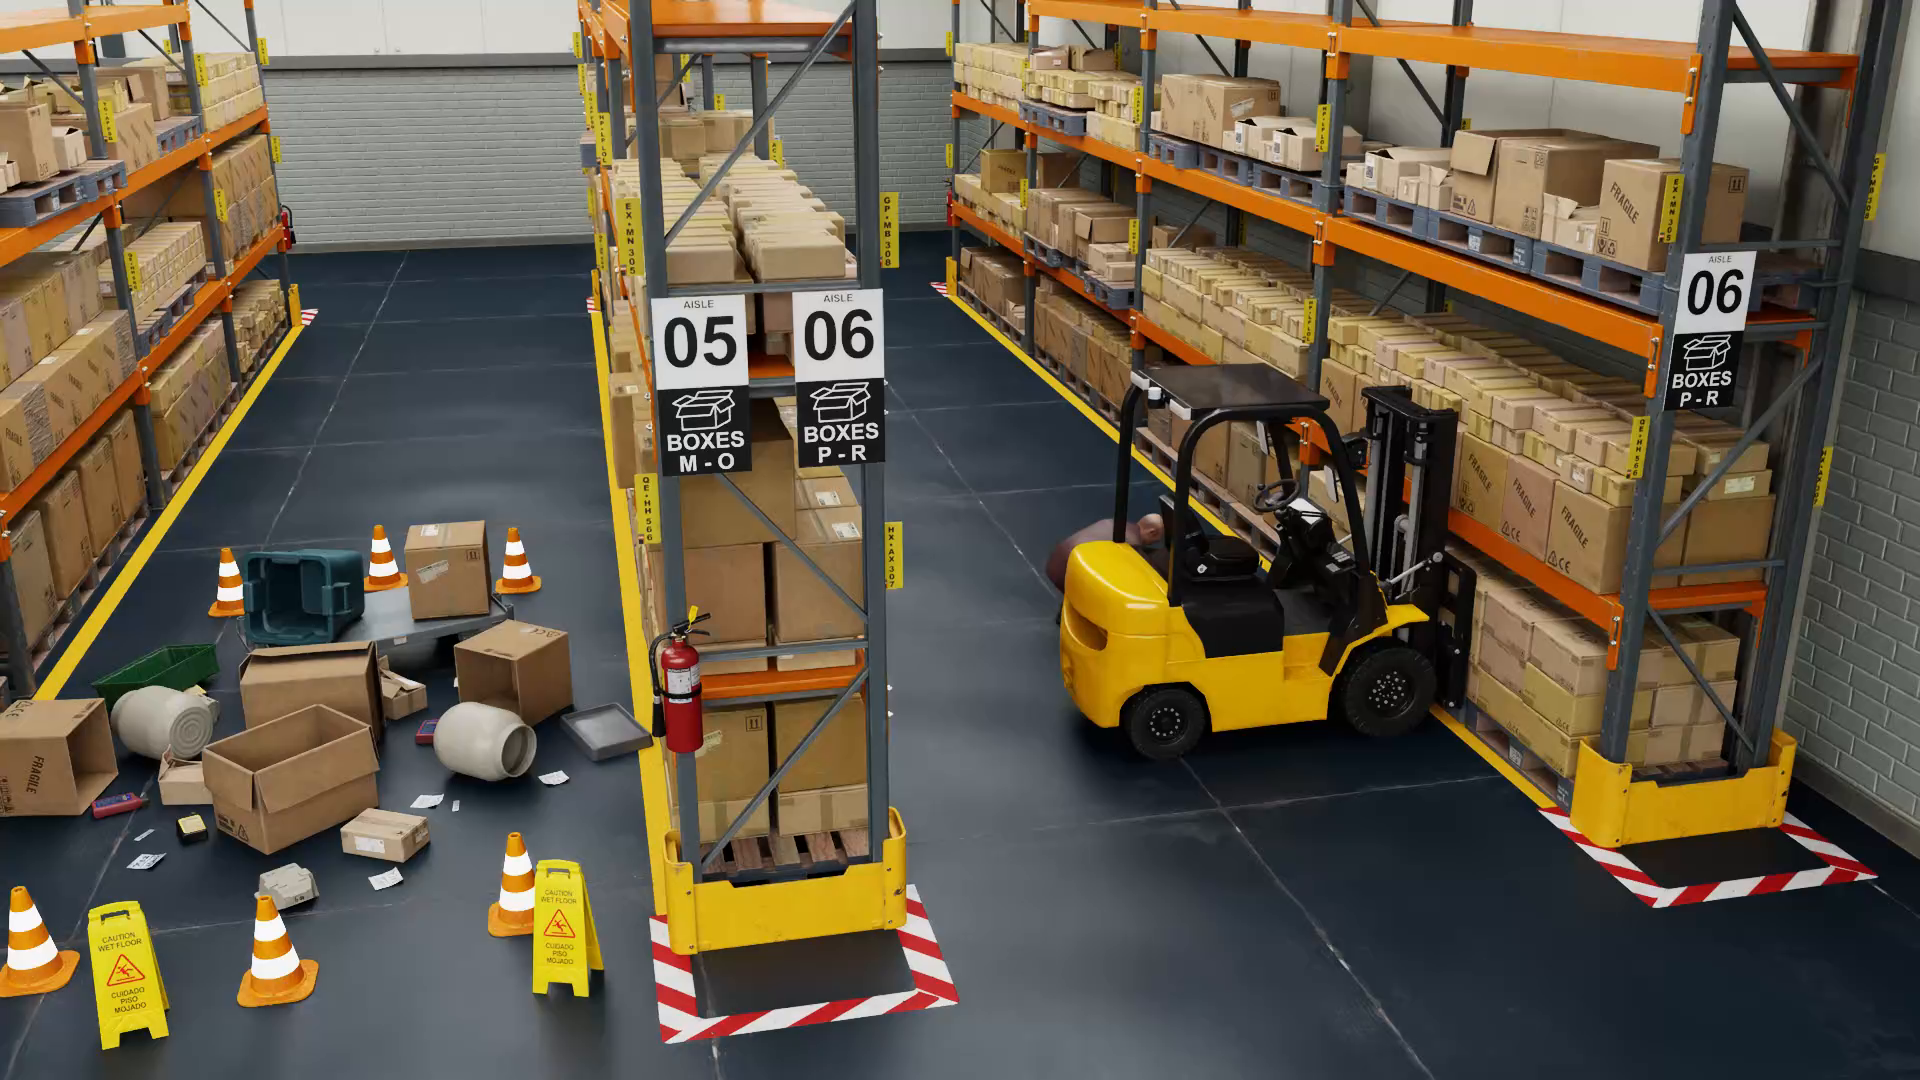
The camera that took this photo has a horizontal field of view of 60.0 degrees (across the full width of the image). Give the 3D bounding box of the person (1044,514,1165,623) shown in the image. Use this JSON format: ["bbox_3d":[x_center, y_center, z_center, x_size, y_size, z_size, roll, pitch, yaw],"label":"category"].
[{"bbox_3d":[1.058,0.286,11.910,0.924,0.844,0.580,-5,20,-13],"label":"person"}]
